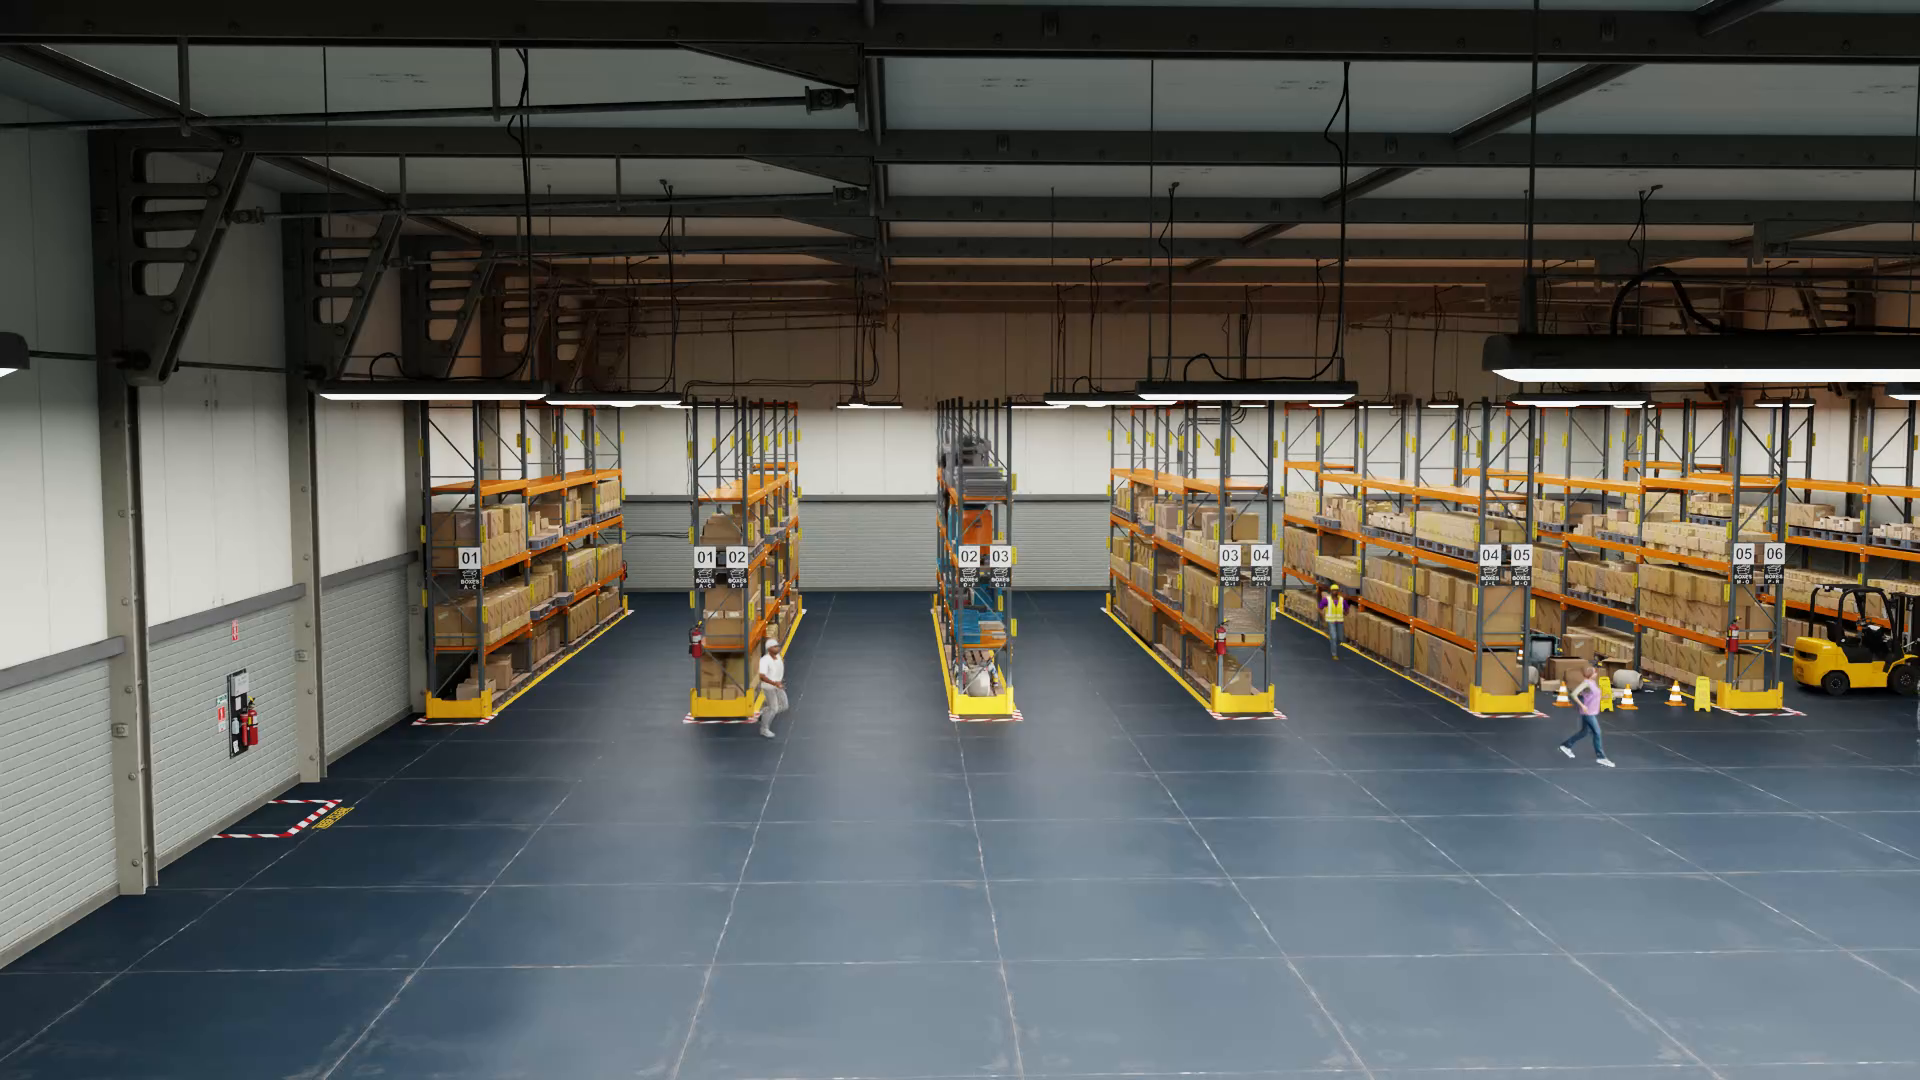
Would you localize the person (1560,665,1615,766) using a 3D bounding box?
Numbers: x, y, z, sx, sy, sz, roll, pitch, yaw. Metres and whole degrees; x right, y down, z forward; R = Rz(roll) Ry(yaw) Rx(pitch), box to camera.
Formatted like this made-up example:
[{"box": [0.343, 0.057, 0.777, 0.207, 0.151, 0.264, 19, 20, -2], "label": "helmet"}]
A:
[{"box": [10.167, 2.823, 26.918, 0.878, 1.596, 0.531, 3, 5, 32], "label": "person"}]

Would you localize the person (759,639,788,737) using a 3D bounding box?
[{"box": [-3.292, 2.602, 29.375, 0.644, 1.724, 0.737, 2, 5, 26], "label": "person"}]

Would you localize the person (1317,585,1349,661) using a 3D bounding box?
[{"box": [8.635, 1.893, 38.376, 0.714, 1.739, 0.846, 0, 4, -3], "label": "person"}]
